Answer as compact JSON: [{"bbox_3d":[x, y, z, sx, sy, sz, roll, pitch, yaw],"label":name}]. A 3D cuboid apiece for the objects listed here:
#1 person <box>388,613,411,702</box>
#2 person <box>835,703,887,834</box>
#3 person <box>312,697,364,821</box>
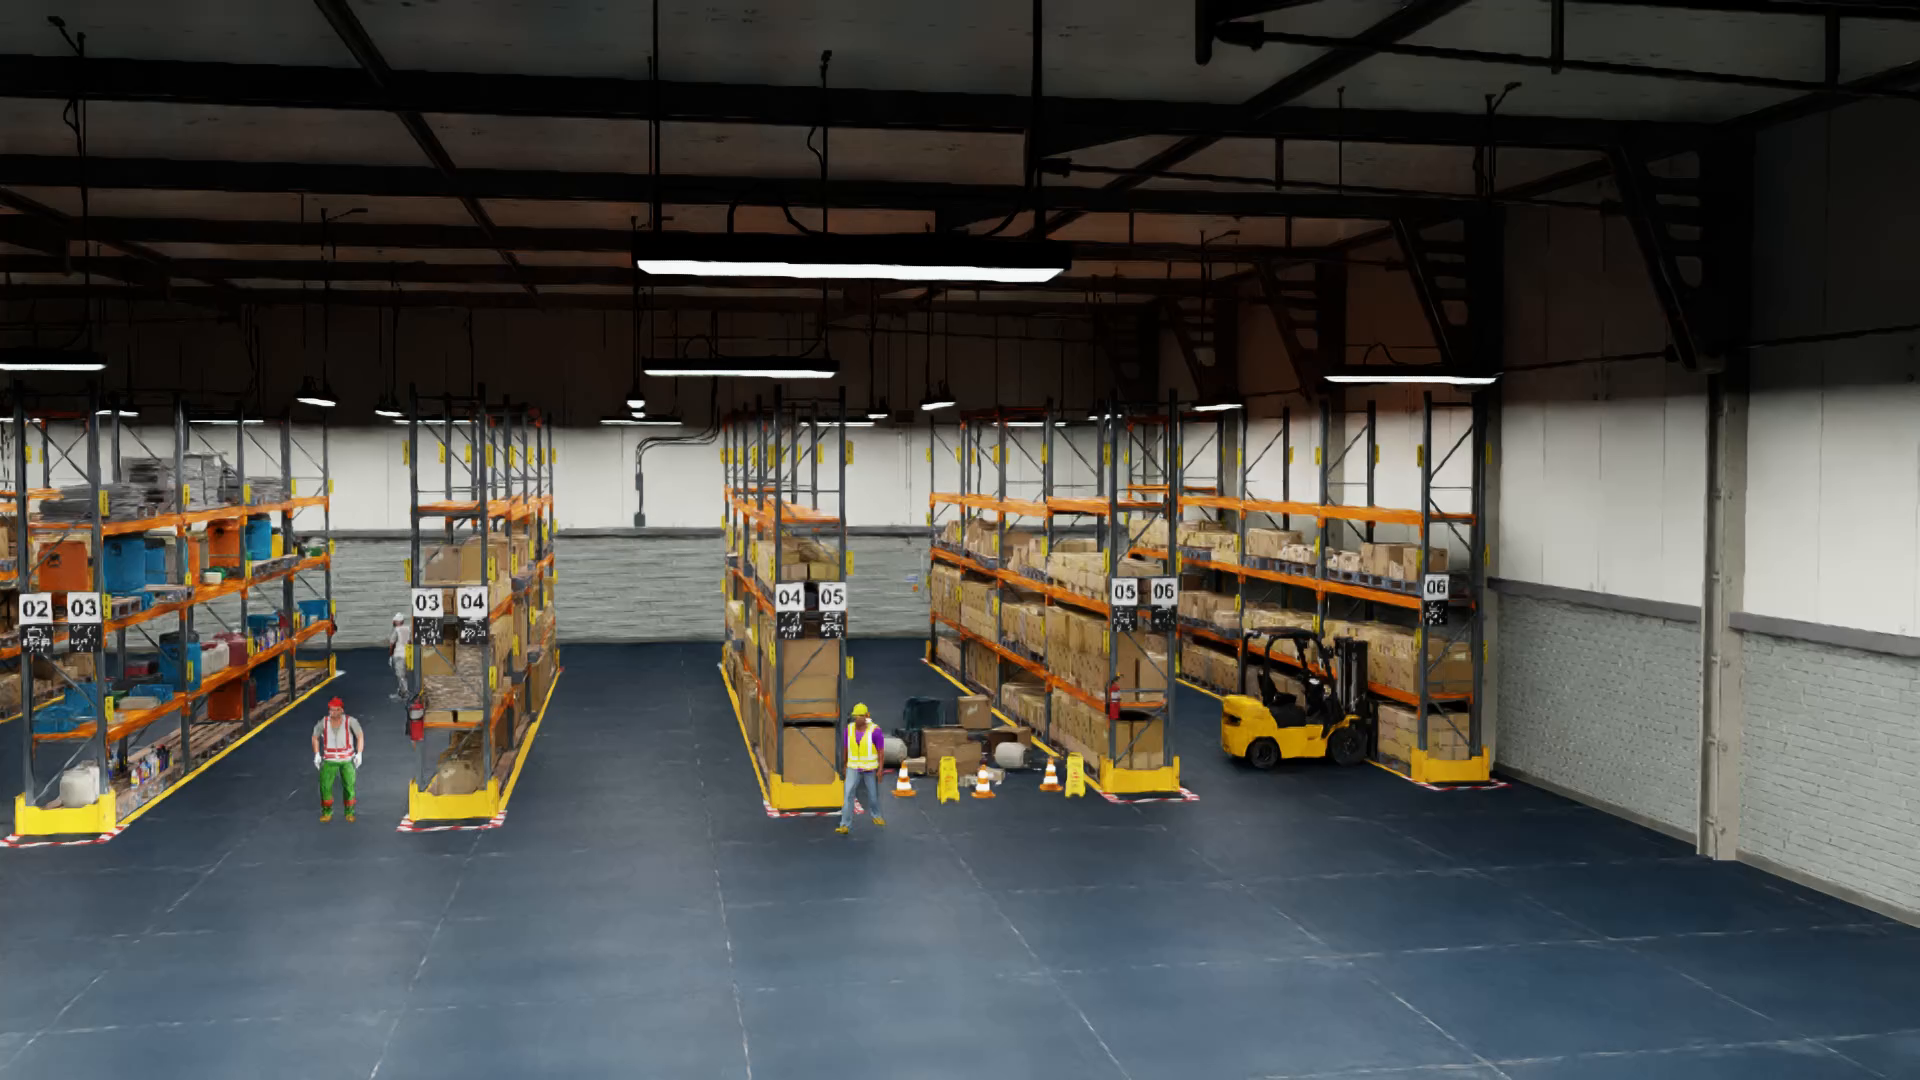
[{"bbox_3d":[-11.458,2.375,33.949,0.594,1.782,0.678,1,3,12],"label":"person"},{"bbox_3d":[-1.310,3.024,22.158,0.620,1.723,0.959,1,3,13],"label":"person"},{"bbox_3d":[-8.479,2.991,22.659,0.678,1.740,0.546,-1,3,-11],"label":"person"}]
